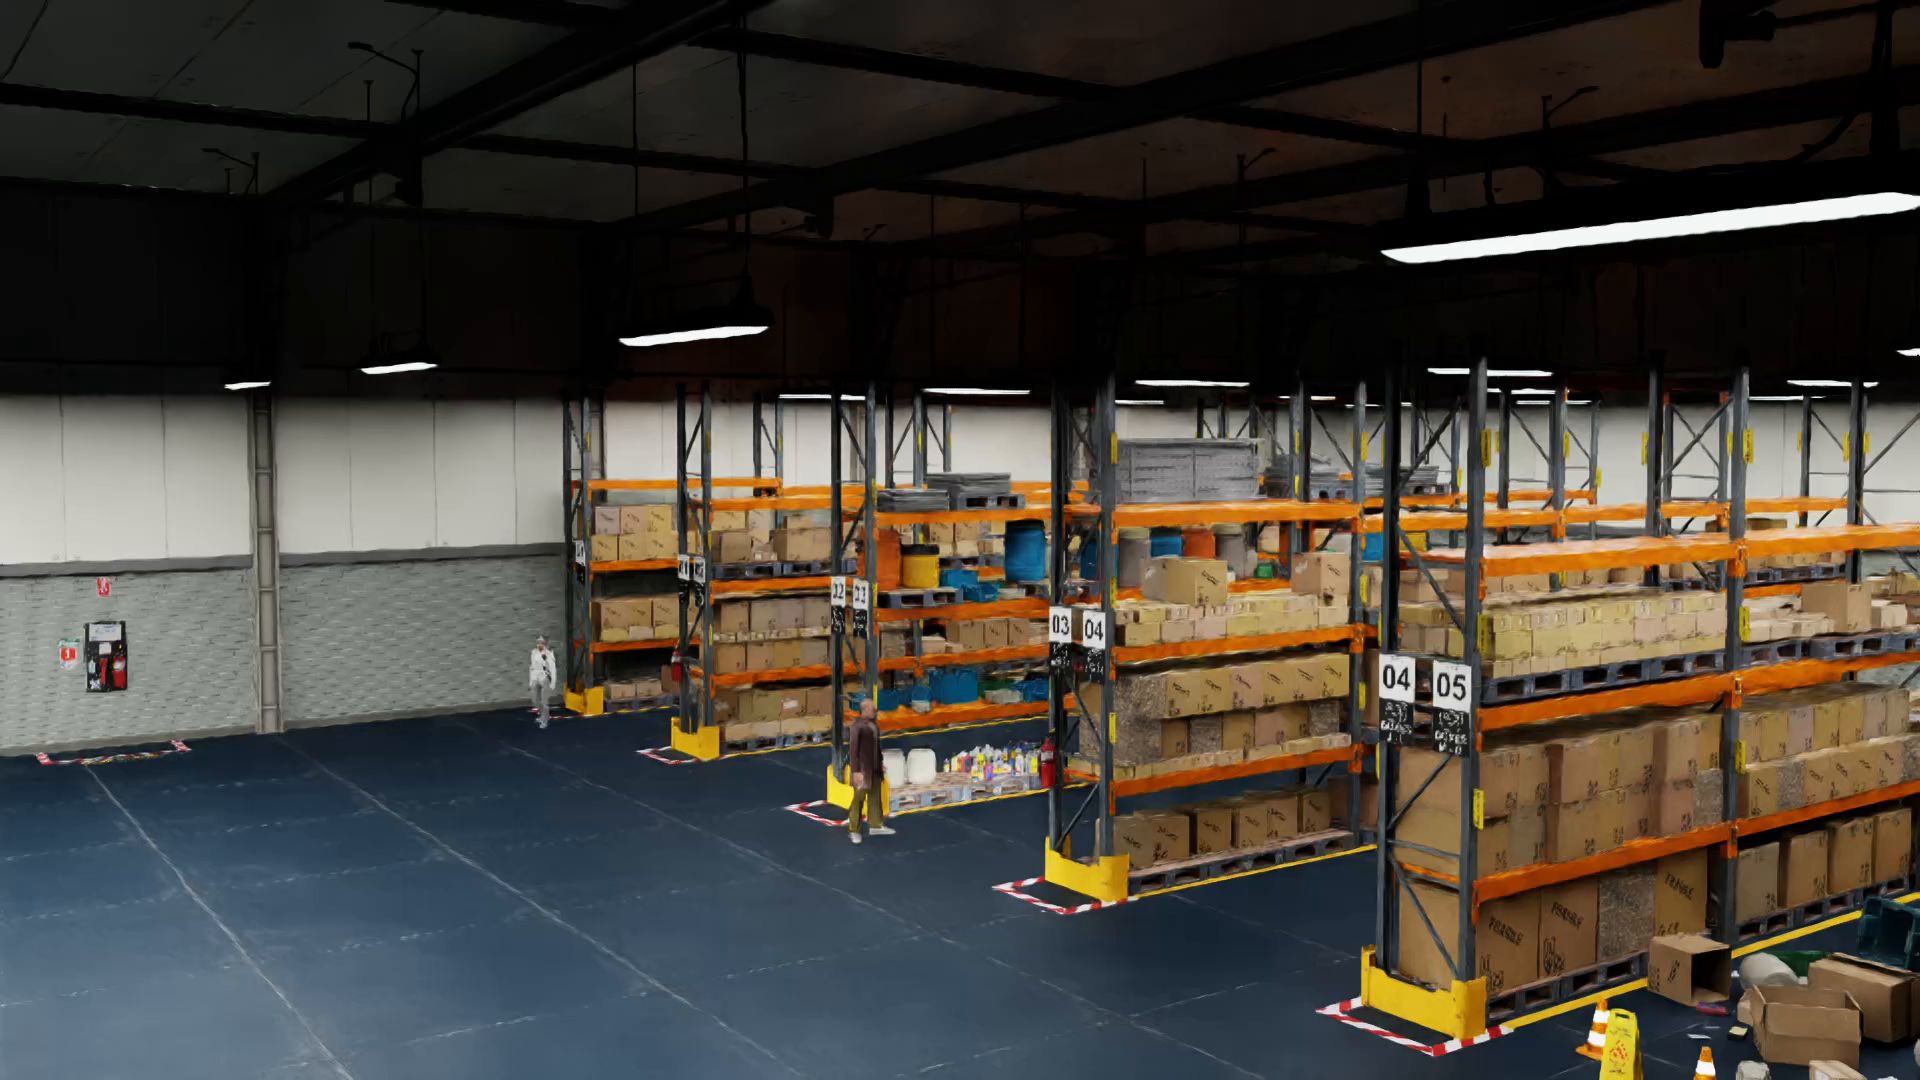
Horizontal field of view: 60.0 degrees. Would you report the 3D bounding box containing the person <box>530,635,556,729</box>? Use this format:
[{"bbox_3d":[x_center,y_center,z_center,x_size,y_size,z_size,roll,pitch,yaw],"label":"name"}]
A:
[{"bbox_3d":[-7.301,2.463,29.218,0.522,1.664,0.530,1,4,19],"label":"person"}]

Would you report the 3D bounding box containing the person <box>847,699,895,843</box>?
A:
[{"bbox_3d":[-1.141,2.901,21.085,0.522,1.790,0.654,2,4,28],"label":"person"}]
